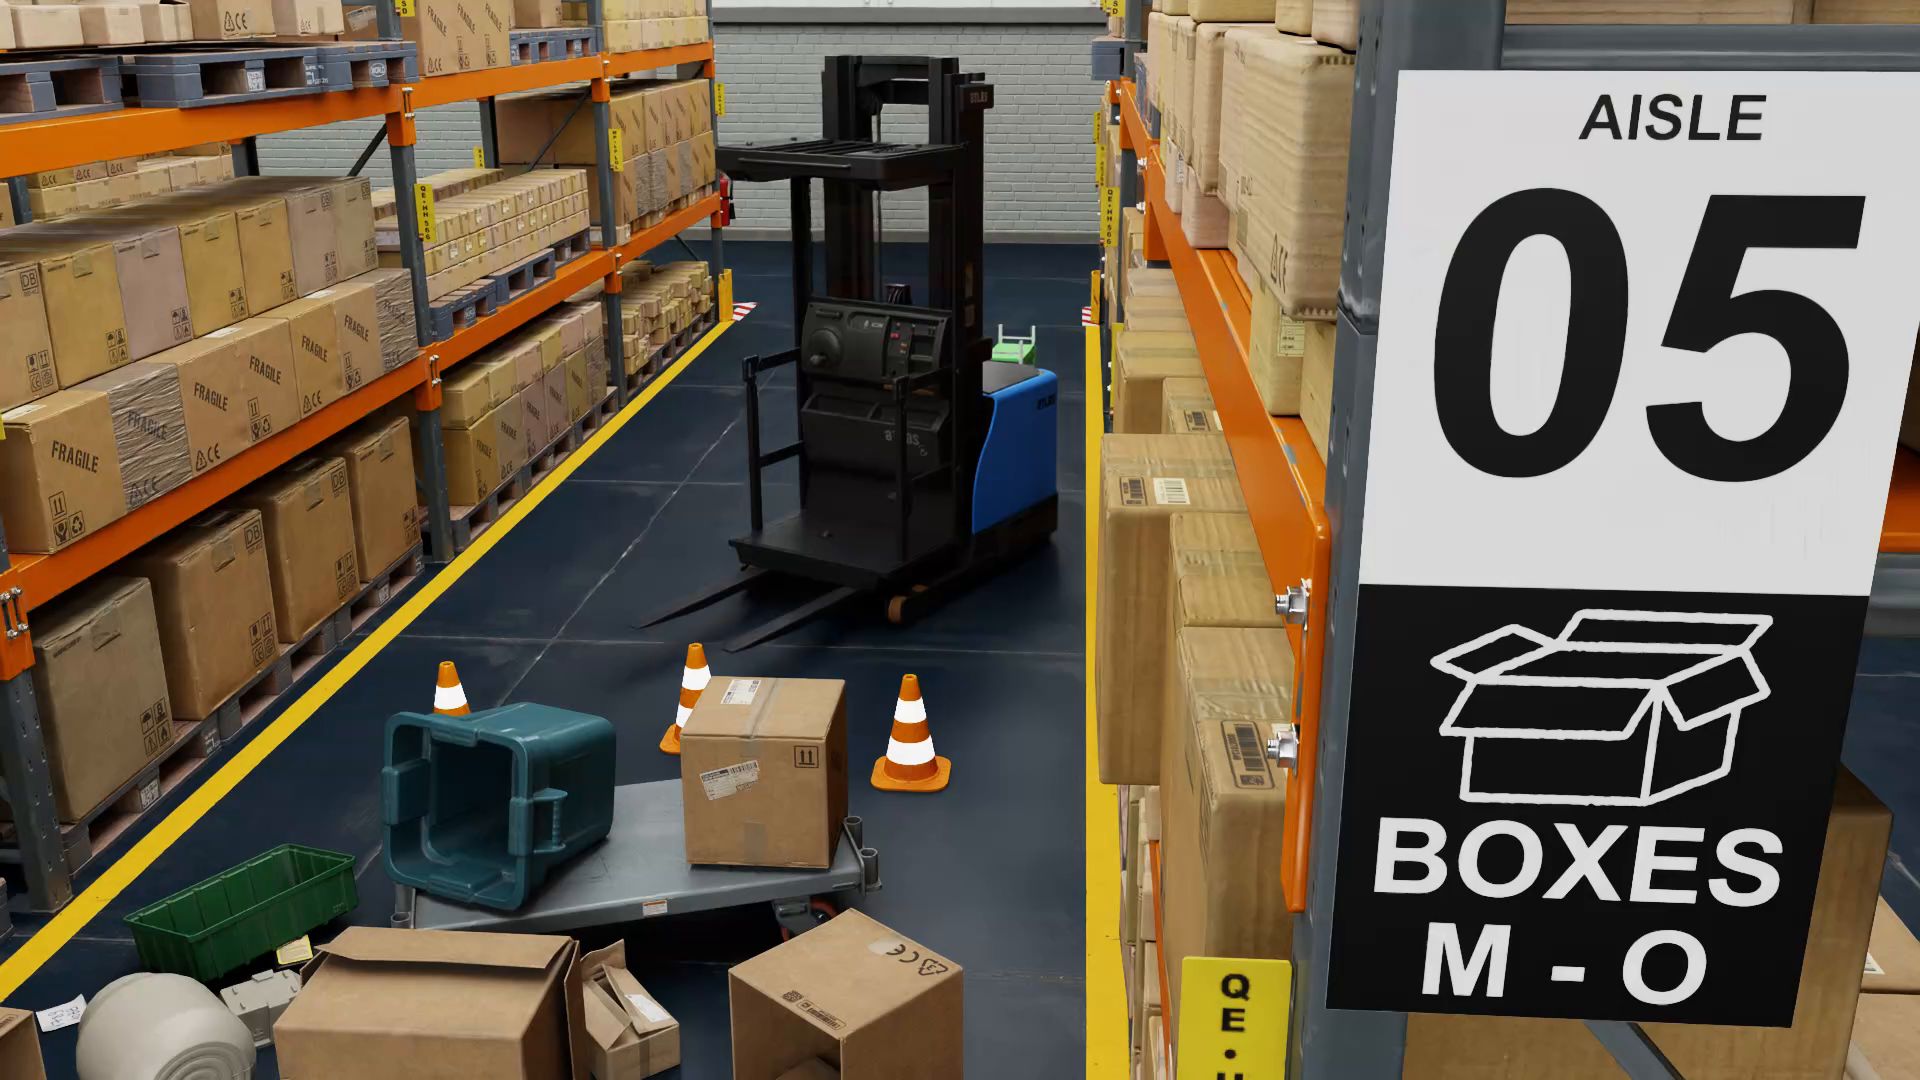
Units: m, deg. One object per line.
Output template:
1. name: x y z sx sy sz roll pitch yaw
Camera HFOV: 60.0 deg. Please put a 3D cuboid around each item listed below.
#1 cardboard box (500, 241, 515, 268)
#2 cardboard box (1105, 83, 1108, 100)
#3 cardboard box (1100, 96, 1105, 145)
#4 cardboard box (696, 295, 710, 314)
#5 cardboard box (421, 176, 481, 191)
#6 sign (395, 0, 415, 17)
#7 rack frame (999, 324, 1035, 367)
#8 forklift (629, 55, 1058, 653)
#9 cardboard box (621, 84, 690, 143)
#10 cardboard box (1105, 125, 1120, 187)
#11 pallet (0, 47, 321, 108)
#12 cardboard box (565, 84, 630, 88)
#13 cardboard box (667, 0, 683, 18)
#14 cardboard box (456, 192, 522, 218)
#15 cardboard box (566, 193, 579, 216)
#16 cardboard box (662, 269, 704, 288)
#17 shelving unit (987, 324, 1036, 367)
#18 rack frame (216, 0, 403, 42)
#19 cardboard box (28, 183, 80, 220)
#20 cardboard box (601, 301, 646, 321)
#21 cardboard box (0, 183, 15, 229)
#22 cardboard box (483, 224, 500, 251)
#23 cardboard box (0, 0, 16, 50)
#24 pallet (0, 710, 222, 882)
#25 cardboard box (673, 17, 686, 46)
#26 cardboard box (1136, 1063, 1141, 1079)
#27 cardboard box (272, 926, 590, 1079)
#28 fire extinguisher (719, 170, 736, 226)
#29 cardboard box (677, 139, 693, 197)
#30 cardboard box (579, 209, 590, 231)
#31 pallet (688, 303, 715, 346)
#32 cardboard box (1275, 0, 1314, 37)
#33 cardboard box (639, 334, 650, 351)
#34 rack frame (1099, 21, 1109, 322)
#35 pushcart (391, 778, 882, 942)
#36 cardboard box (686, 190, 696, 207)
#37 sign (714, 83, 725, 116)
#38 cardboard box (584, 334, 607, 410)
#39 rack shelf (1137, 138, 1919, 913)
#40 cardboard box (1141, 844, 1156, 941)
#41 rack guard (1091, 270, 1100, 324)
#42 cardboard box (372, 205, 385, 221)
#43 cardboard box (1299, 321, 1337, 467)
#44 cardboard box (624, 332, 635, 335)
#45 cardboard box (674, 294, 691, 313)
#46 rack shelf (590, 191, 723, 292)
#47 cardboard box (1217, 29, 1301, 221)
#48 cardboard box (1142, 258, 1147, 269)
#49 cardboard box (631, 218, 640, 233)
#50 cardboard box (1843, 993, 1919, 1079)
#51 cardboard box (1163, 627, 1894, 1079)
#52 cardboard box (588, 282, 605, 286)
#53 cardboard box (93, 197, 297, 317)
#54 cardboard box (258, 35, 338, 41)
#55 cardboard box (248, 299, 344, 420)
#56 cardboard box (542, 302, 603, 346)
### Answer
1. cardboard box: -3.237 -1.929 11.223 0.380 0.149 0.250 2 18 5
2. cardboard box: 1.573 -4.274 15.841 0.380 0.149 0.250 2 18 6
3. cardboard box: 1.636 -4.088 16.316 0.500 0.500 0.500 1 18 3
4. cardboard box: -2.737 -2.382 16.779 0.380 0.149 0.250 2 18 6
5. cardboard box: -3.798 -2.630 12.405 0.380 0.149 0.250 1 18 4
6. sign: -3.010 -2.997 8.976 0.100 0.325 0.005 1 18 4
7. rack frame: 0.372 -0.830 11.031 0.240 1.200 0.015 4 18 11
8. forklift: -0.591 -1.095 9.057 1.130 2.935 3.031 11 21 30
9. cardboard box: -2.839 -3.985 15.523 0.500 0.500 0.500 2 18 7
10. cardboard box: 1.350 -2.858 12.563 0.500 0.500 0.500 1 18 5
11. pallet: -3.634 -2.090 7.470 1.003 0.211 1.213 2 18 6
12. cardboard box: -3.376 -4.000 15.569 0.500 0.500 0.500 1 18 3
13. cardboard box: -2.844 -4.913 15.219 0.500 0.250 0.500 2 18 5
14. cardboard box: -3.222 -2.291 11.370 0.380 0.149 0.250 1 18 3
15. cardboard box: -3.126 -2.557 12.660 0.380 0.149 0.250 1 18 4
16. cardboard box: -2.742 -2.585 16.443 0.380 0.149 0.250 1 18 3
17. shelving unit: 0.323 -0.756 10.803 0.258 1.200 0.503 4 18 11
18. rack frame: -3.563 -4.154 8.648 1.000 3.000 0.127 1 18 4
19. cardboard box: -7.921 -2.897 14.211 0.500 0.250 0.500 1 18 3
20. cardboard box: -3.001 -2.020 14.720 0.380 0.149 0.250 1 18 2
21. cardboard box: -7.977 -2.583 13.329 0.500 0.500 0.500 1 18 4
22. cardboard box: -3.258 -1.993 10.939 0.380 0.149 0.250 1 18 4
23. cardboard box: -3.558 -1.851 5.819 0.258 0.266 0.396 1 18 3
24. pallet: -3.870 1.023 6.961 1.003 0.211 1.213 1 18 4
25. cardboard box: -2.836 -4.682 15.318 0.500 0.250 0.500 2 18 6
26. cardboard box: 0.721 1.634 4.361 0.500 0.250 0.500 1 18 3
27. cardboard box: -1.533 1.490 4.850 0.797 0.637 0.503 1 18 4
28. fire extinguisher: -2.511 -3.641 17.442 0.296 0.674 0.183 1 18 4
29. cardboard box: -2.834 -3.514 15.690 0.500 0.500 0.500 1 18 4
30. cardboard box: -3.107 -2.498 12.957 0.380 0.149 0.250 1 18 3
31. pallet: -3.089 -2.187 16.759 1.003 0.211 1.213 1 18 4
32. cardboard box: 0.594 -0.695 2.031 0.380 0.149 0.250 1 18 3
33. cardboard box: -2.976 -1.737 14.810 0.380 0.149 0.250 1 18 3
34. rack frame: 1.955 -3.708 16.923 1.000 3.000 0.127 1 18 4
35. pushcart: -1.183 1.229 6.065 1.648 0.377 0.936 -5 19 -15
36. cardboard box: -2.784 -3.326 16.160 0.380 0.149 0.250 2 18 5
37. sign: -2.437 -4.469 16.878 0.100 0.325 0.005 1 18 4
38. cardboard box: -3.078 -1.321 12.978 0.500 0.500 0.500 1 18 3
39. rack shelf: 0.951 -0.444 3.298 1.077 0.370 4.000 1 18 4
40. cardboard box: 0.663 0.919 4.296 0.380 0.149 0.250 2 18 7
41. rack guard: 1.957 -2.528 17.335 1.175 0.500 0.348 1 18 4
42. cardboard box: -3.931 -2.070 10.698 0.380 0.149 0.250 2 18 6
43. cardboard box: 0.555 -0.162 1.687 0.380 0.149 0.250 1 18 4
44. cardboard box: -3.003 -1.717 14.273 0.380 0.149 0.250 1 18 4
45. cardboard box: -2.803 -2.281 15.993 0.380 0.149 0.250 2 18 5
46. rack shelf: -3.133 -2.824 15.381 1.077 0.370 4.000 1 18 4
47. cardboard box: 0.627 -0.555 2.247 0.500 0.250 0.500 1 18 3
48. cardboard box: 0.935 -1.127 6.689 0.380 0.149 0.250 1 18 2
49. cardboard box: -2.993 -2.757 14.422 0.380 0.149 0.250 0 18 1
50. cardboard box: 1.119 0.931 2.126 0.500 0.500 0.500 1 18 3
51. cardboard box: 0.627 0.433 2.039 0.700 0.500 0.500 1 18 3
52. cardboard box: -3.441 -2.351 15.728 0.380 0.149 0.250 2 18 5
53. cardboard box: -3.675 -1.370 8.020 0.700 0.500 0.500 1 18 3
54. cardboard box: -3.776 -2.959 9.658 0.500 0.500 0.500 1 18 4
55. cardboard box: -3.401 -0.894 8.174 0.500 0.500 0.500 1 18 3
56. cardboard box: -3.078 -1.676 12.857 0.500 0.250 0.500 1 18 2
